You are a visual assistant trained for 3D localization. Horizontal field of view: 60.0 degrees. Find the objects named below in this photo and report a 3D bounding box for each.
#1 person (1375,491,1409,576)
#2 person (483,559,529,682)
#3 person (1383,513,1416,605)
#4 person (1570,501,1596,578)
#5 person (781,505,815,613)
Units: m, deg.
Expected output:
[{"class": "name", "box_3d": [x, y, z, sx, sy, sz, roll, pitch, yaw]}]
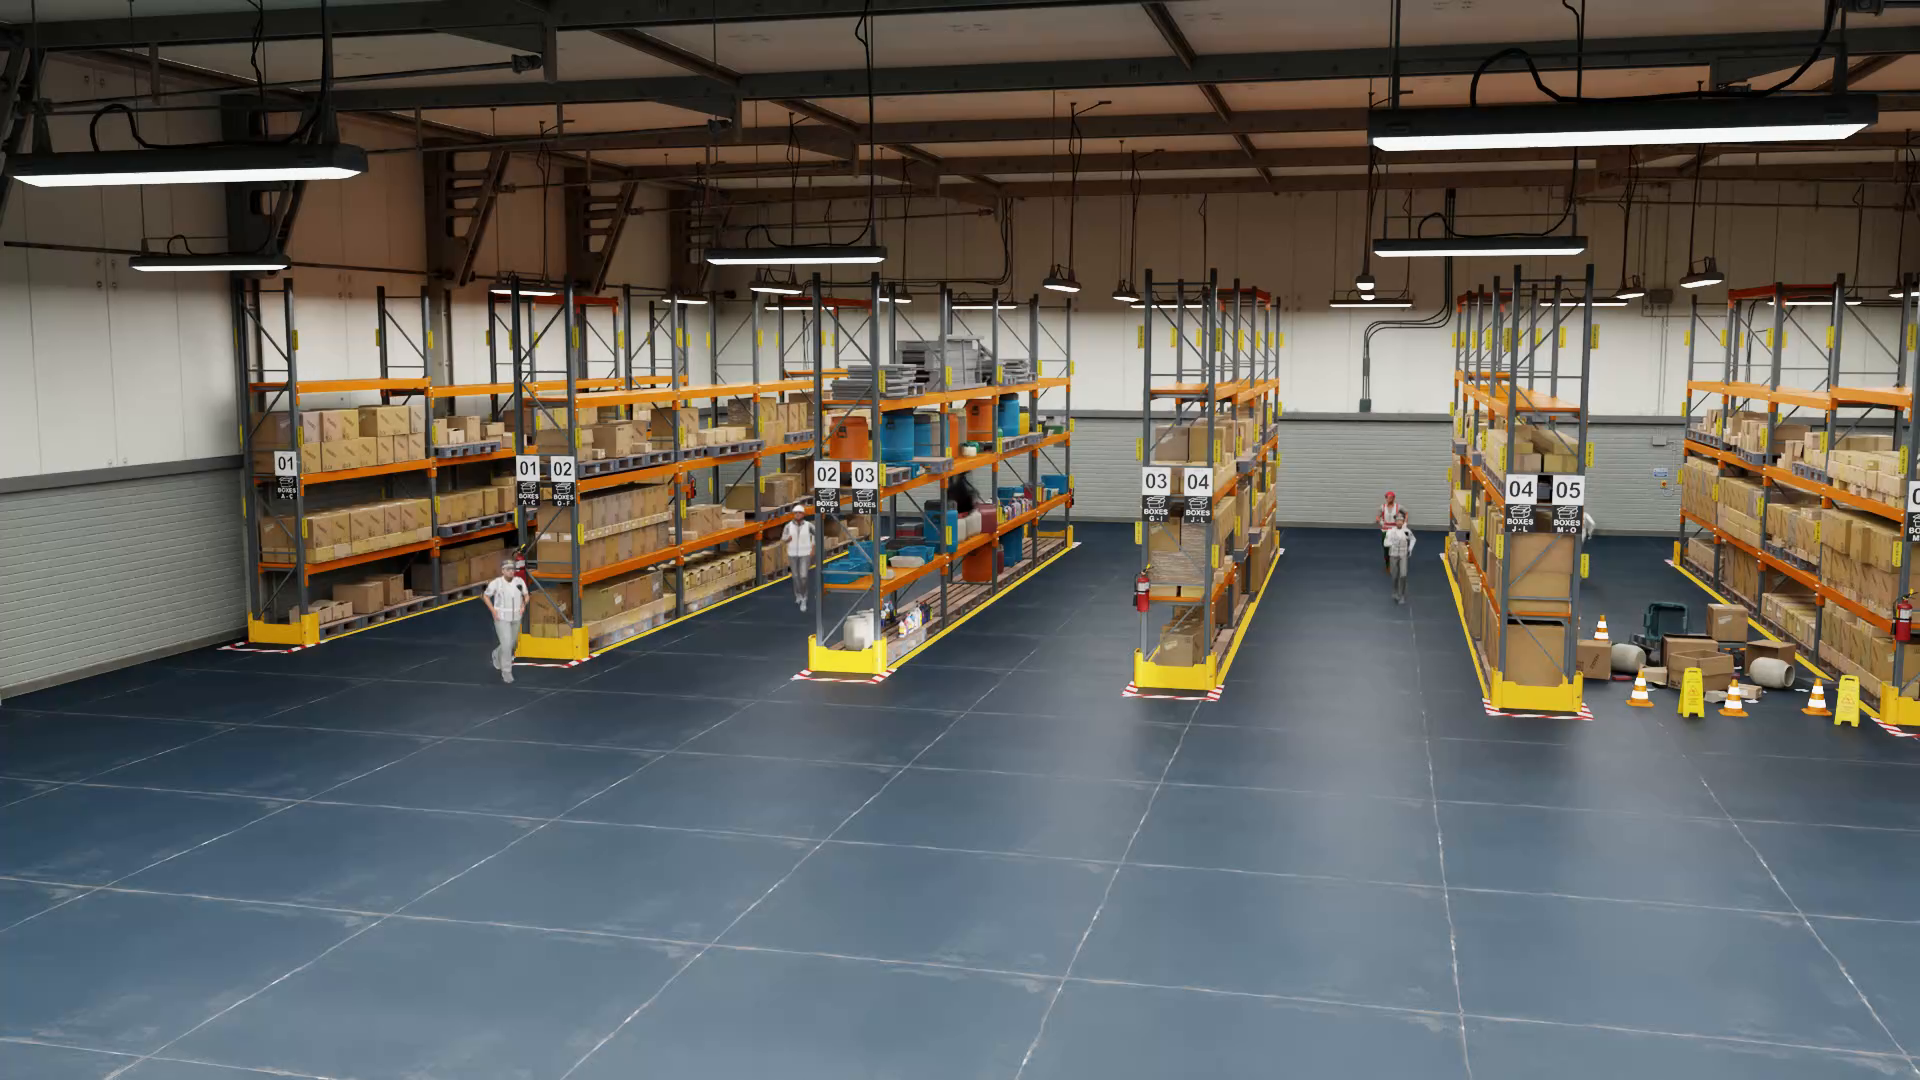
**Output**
[{"class": "person", "box_3d": [9.239, -0.145, 35.685, 0.659, 1.812, 0.756, 3, 8, 25]}, {"class": "person", "box_3d": [-6.743, 1.168, 24.773, 0.666, 1.813, 0.818, -6, 9, -39]}, {"class": "person", "box_3d": [8.392, 0.356, 31.782, 0.594, 1.745, 0.712, 2, 7, 15]}, {"class": "person", "box_3d": [12.874, -0.002, 34.704, 0.588, 1.734, 0.800, 0, 7, 1]}, {"class": "person", "box_3d": [-2.849, 0.318, 29.480, 0.639, 1.874, 0.716, 1, 7, 5]}]
